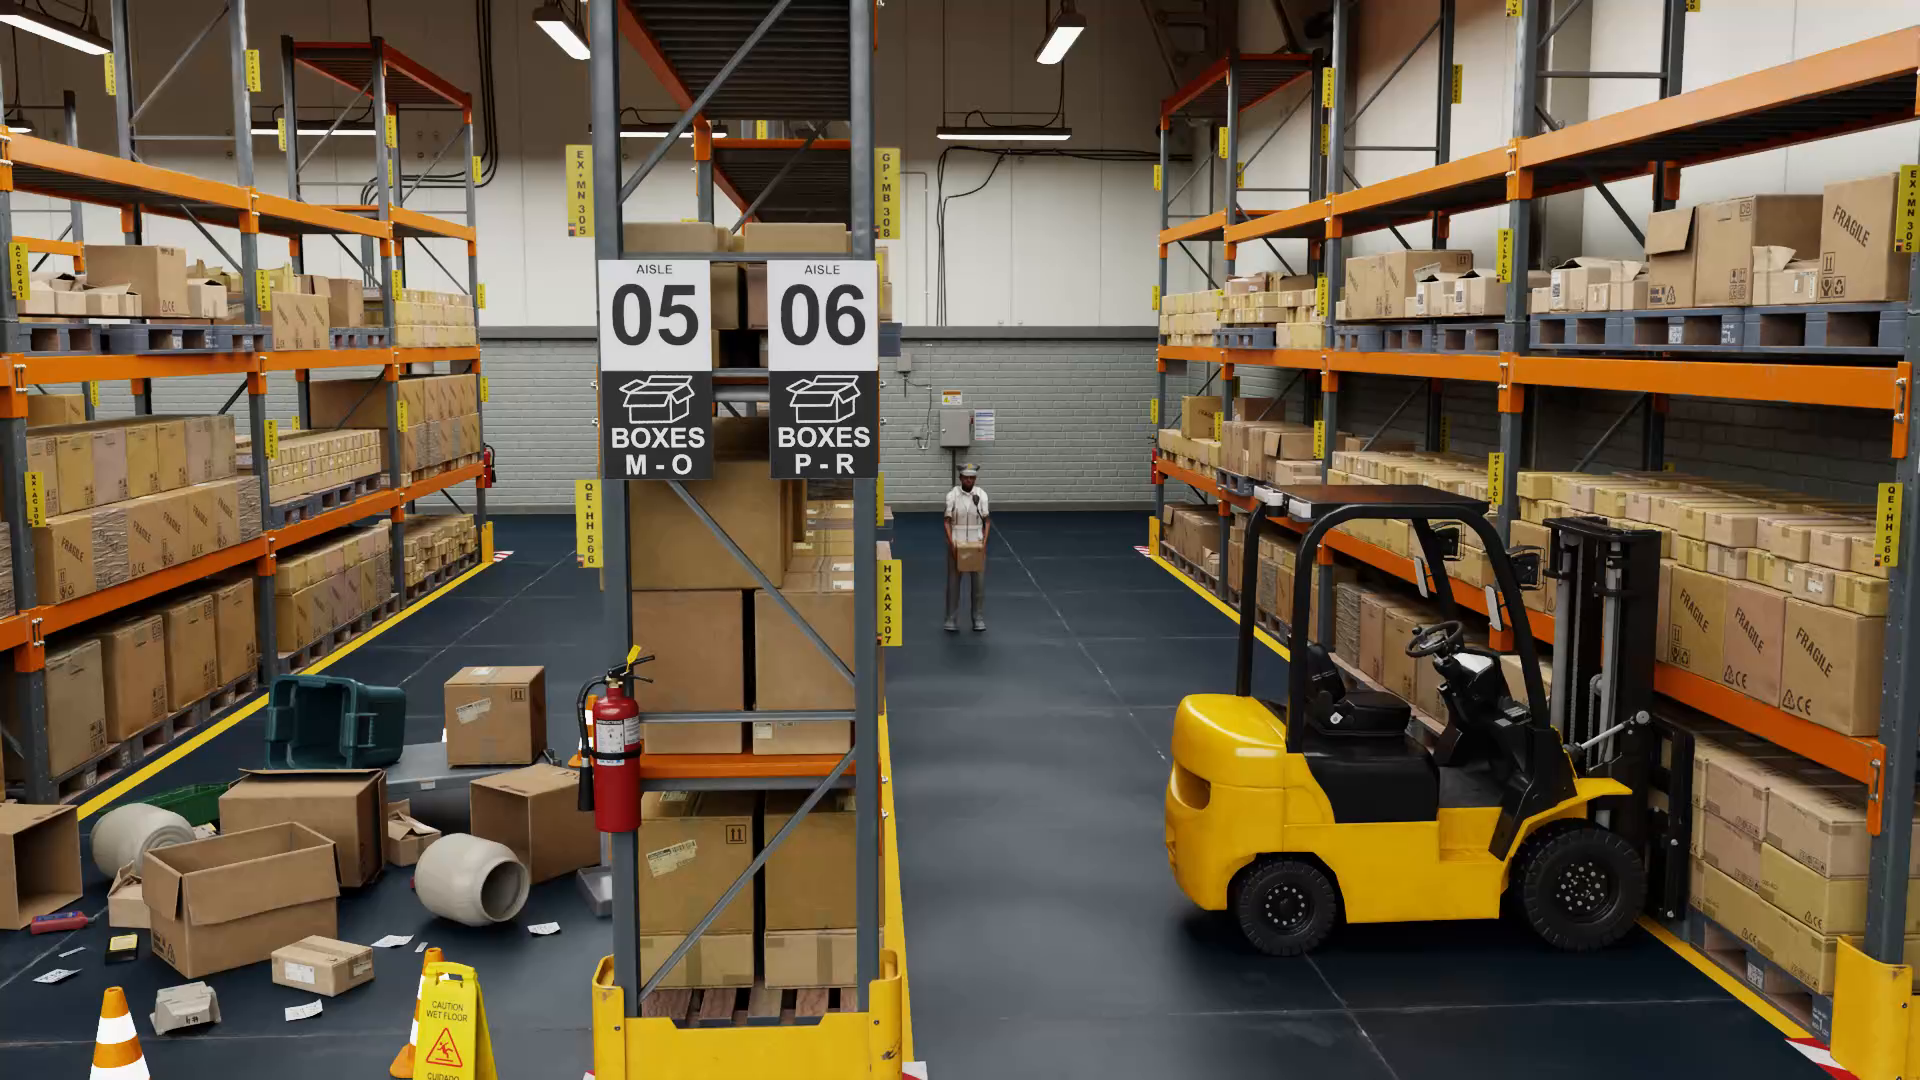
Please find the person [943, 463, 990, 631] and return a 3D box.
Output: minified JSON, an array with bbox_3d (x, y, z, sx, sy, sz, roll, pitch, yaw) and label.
[{"bbox_3d":[0.069,0.059,16.674,0.481,1.682,0.415,-1,7,-5],"label":"person"}]
